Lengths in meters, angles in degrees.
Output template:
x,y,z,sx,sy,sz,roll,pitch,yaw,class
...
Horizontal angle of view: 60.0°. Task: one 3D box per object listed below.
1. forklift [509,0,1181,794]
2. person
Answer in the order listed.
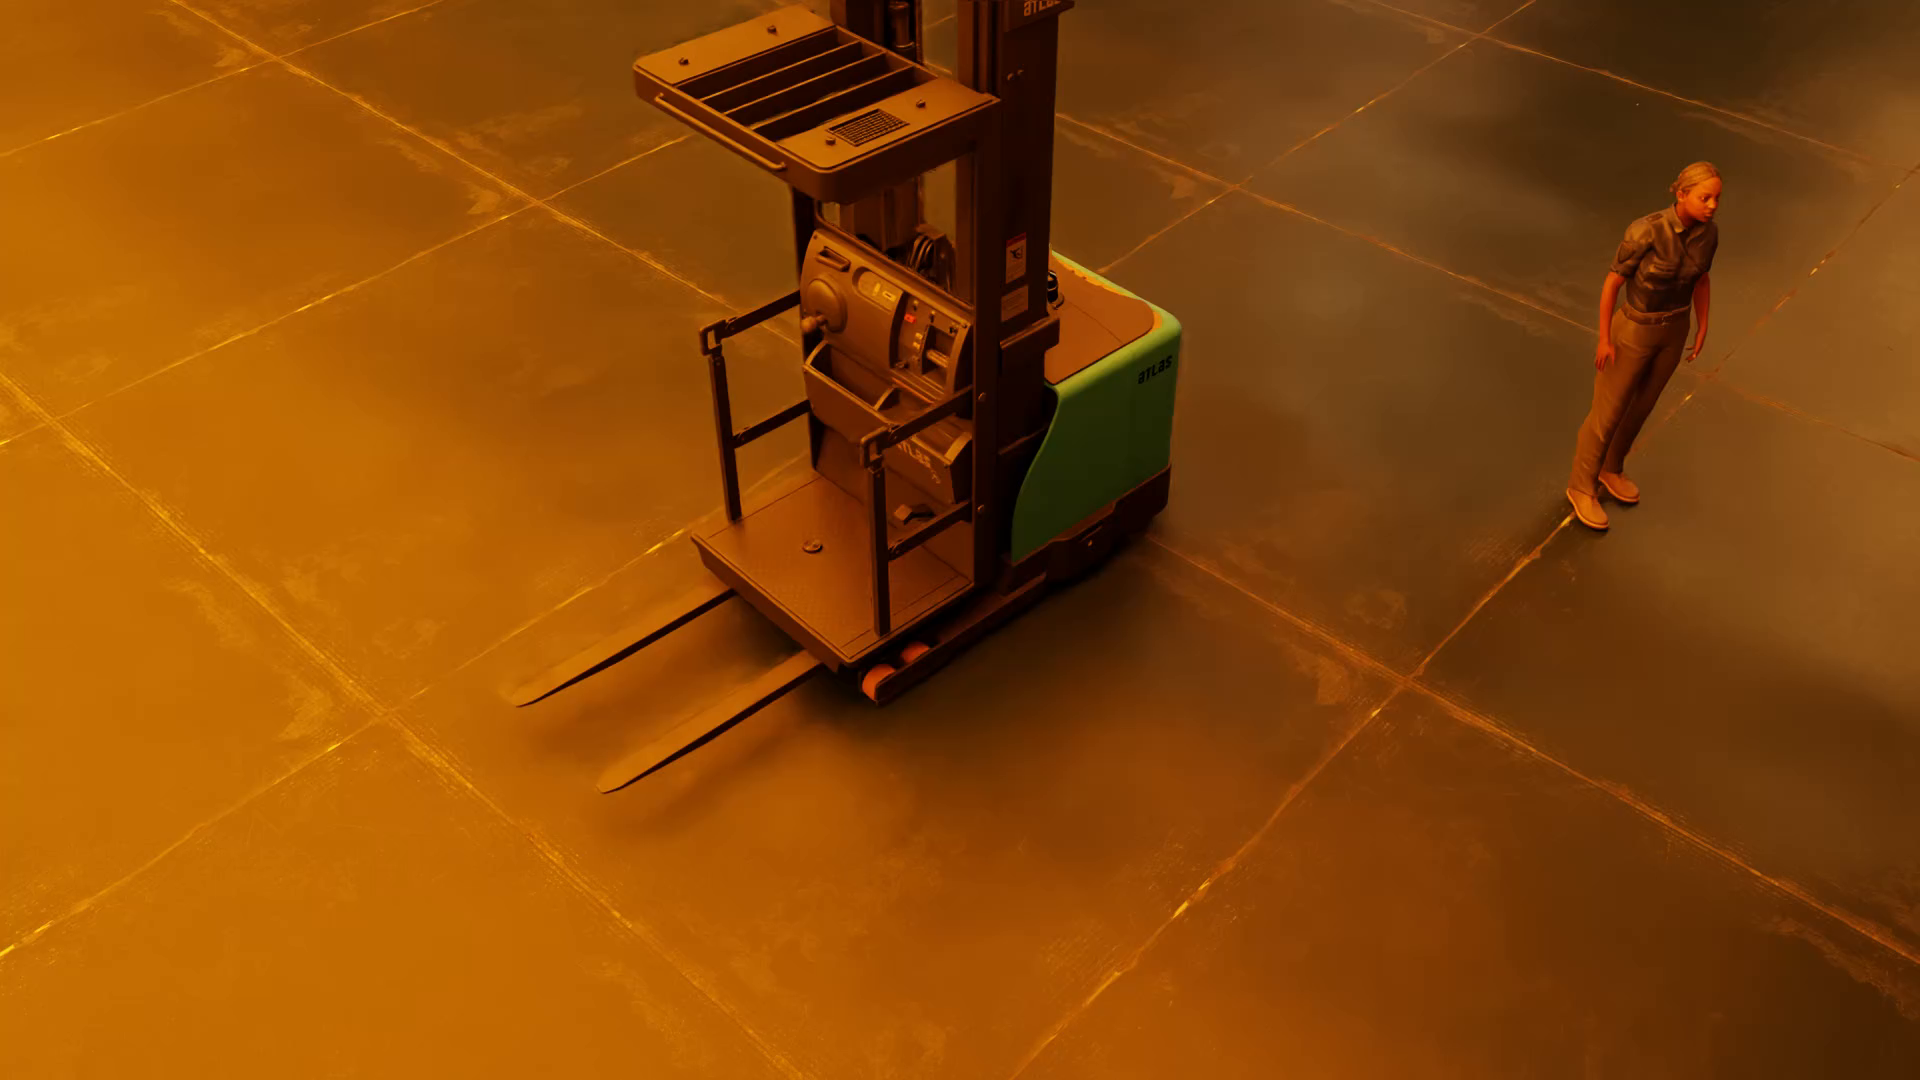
x,y,z,sx,sy,sz,roll,pitch,yaw,class
-0.454,-0.822,6.386,3.031,2.935,1.130,-31,49,-31,forklift
3.112,-0.862,7.408,0.564,1.659,0.500,-12,42,-13,person
